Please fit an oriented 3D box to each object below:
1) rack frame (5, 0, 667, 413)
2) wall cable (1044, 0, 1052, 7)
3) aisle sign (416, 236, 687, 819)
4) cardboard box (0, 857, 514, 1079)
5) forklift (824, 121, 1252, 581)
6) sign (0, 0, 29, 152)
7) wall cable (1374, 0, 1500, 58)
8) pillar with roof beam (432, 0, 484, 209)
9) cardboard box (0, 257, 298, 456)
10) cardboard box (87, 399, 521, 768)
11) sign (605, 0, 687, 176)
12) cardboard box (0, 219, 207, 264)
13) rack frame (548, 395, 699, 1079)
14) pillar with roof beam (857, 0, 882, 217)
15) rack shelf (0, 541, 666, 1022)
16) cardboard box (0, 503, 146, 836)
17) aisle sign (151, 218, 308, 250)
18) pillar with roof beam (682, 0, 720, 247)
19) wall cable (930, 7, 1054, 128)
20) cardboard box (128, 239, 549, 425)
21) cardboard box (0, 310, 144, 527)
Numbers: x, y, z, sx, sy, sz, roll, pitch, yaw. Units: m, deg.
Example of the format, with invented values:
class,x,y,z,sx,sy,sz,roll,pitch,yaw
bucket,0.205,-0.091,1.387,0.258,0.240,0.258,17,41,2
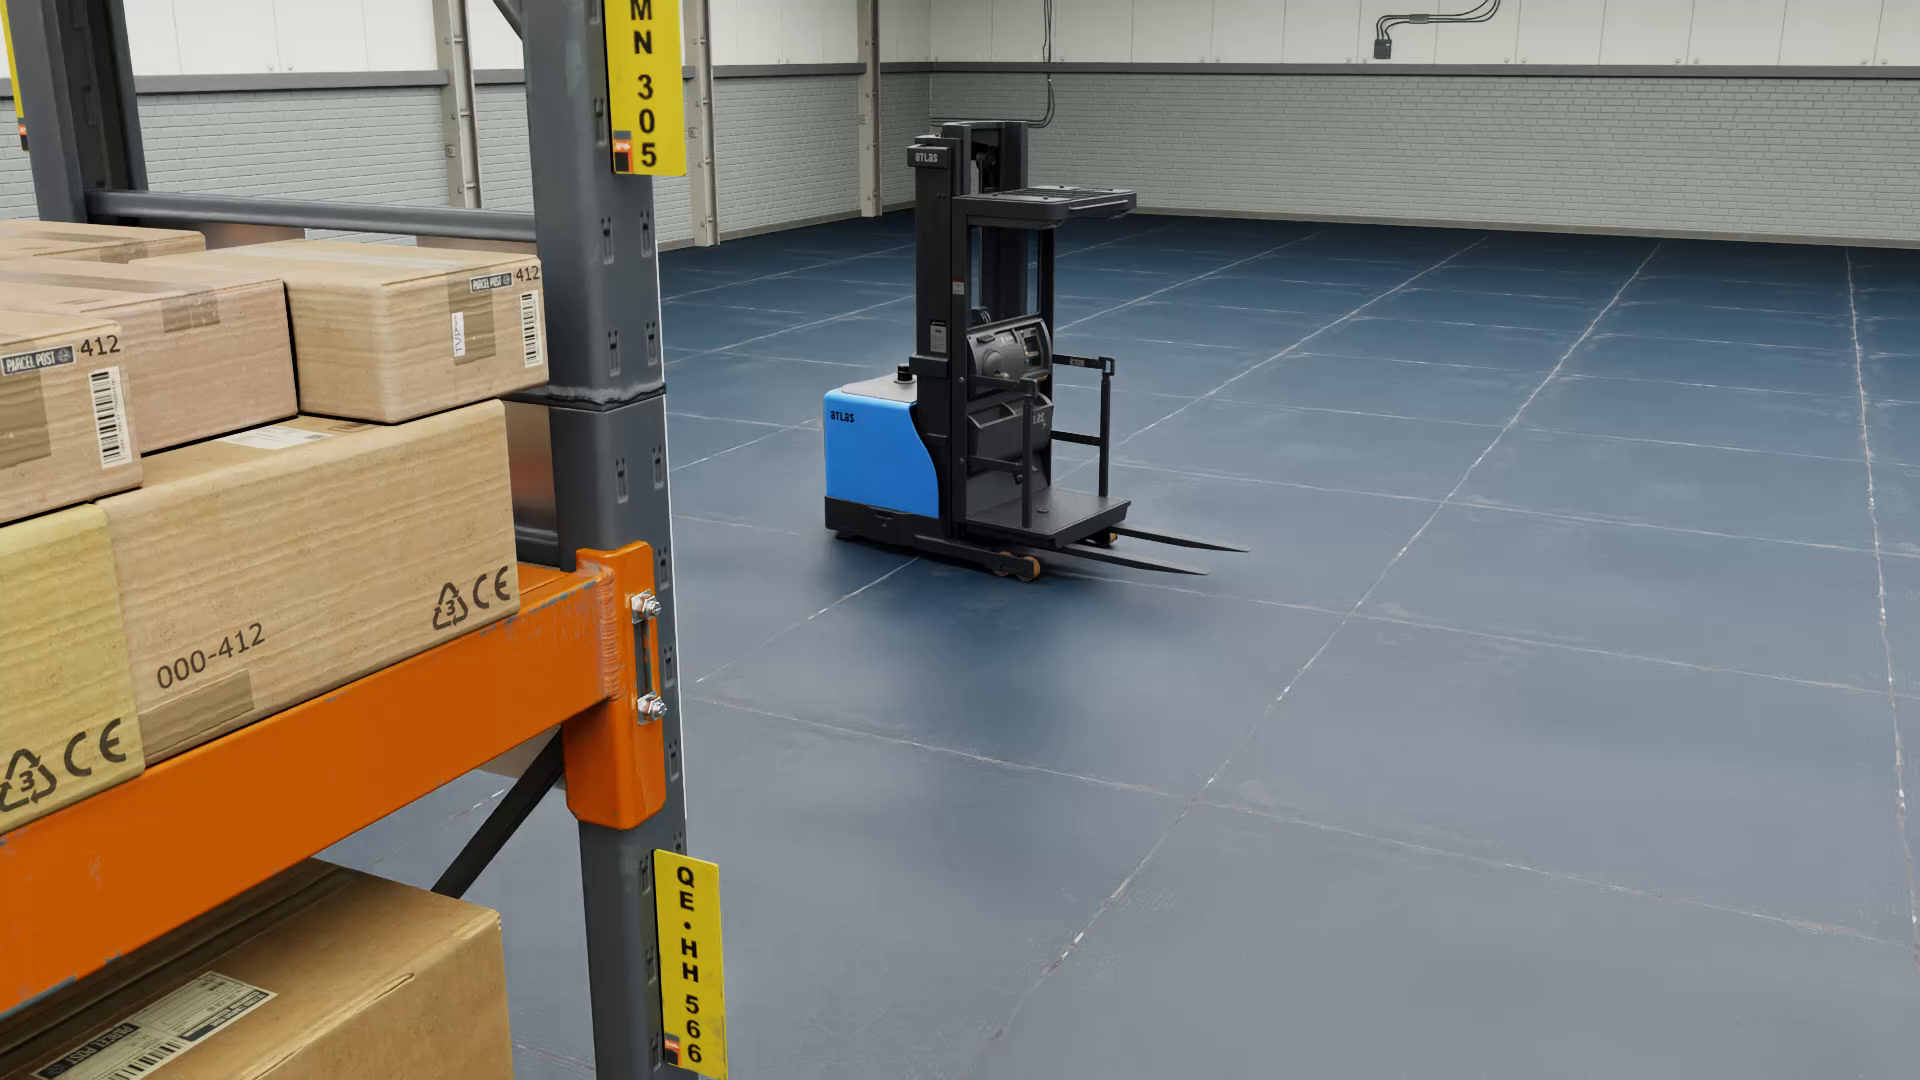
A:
class,x,y,z,sx,sy,sz,roll,pitch,yaw
rack frame,-0.849,-1.671,1.847,1.000,3.000,0.127,8,18,25
wall cable,3.051,-12.312,34.256,3.097,2.526,0.112,8,18,25
aisle sign,-0.553,-0.019,2.256,0.394,0.787,0.004,8,18,25
cardboard box,-0.873,0.706,1.925,0.500,0.500,0.500,8,18,25
forklift,0.513,-1.301,11.256,3.031,2.935,1.130,11,20,34
sign,-1.334,-0.722,2.382,0.100,0.325,0.005,8,18,25
wall cable,9.116,-12.142,31.127,2.305,6.003,0.169,8,18,25
pillar with roof beam,-3.380,-7.537,21.596,9.100,9.000,0.400,8,18,25
cardboard box,-0.915,-0.191,1.694,0.380,0.149,0.250,7,18,24
cardboard box,-0.837,-0.007,1.773,0.500,0.250,0.500,9,19,27
sign,-0.361,-0.582,1.893,0.100,0.325,0.005,8,18,25
cardboard box,-1.179,-0.312,2.102,0.380,0.149,0.250,8,18,25
rack frame,-0.849,1.204,2.701,1.000,3.000,0.127,8,18,25
pillar with roof beam,1.982,-10.594,31.887,9.100,9.000,0.400,8,18,25
rack shelf,-1.742,0.621,0.661,1.077,0.370,4.000,8,18,25
cardboard box,-1.057,0.121,1.344,0.500,0.250,0.500,8,18,26
aisle sign,-1.089,-0.096,2.513,0.394,0.787,0.004,8,18,25
pillar with roof beam,-0.699,-9.066,26.742,9.100,9.000,0.400,8,18,25
wall cable,0.631,-10.235,36.133,3.097,2.526,0.112,8,18,25
cardboard box,-0.694,-0.242,1.867,0.380,0.149,0.250,8,18,25
cardboard box,-0.939,-0.107,1.412,0.380,0.149,0.250,7,18,23
